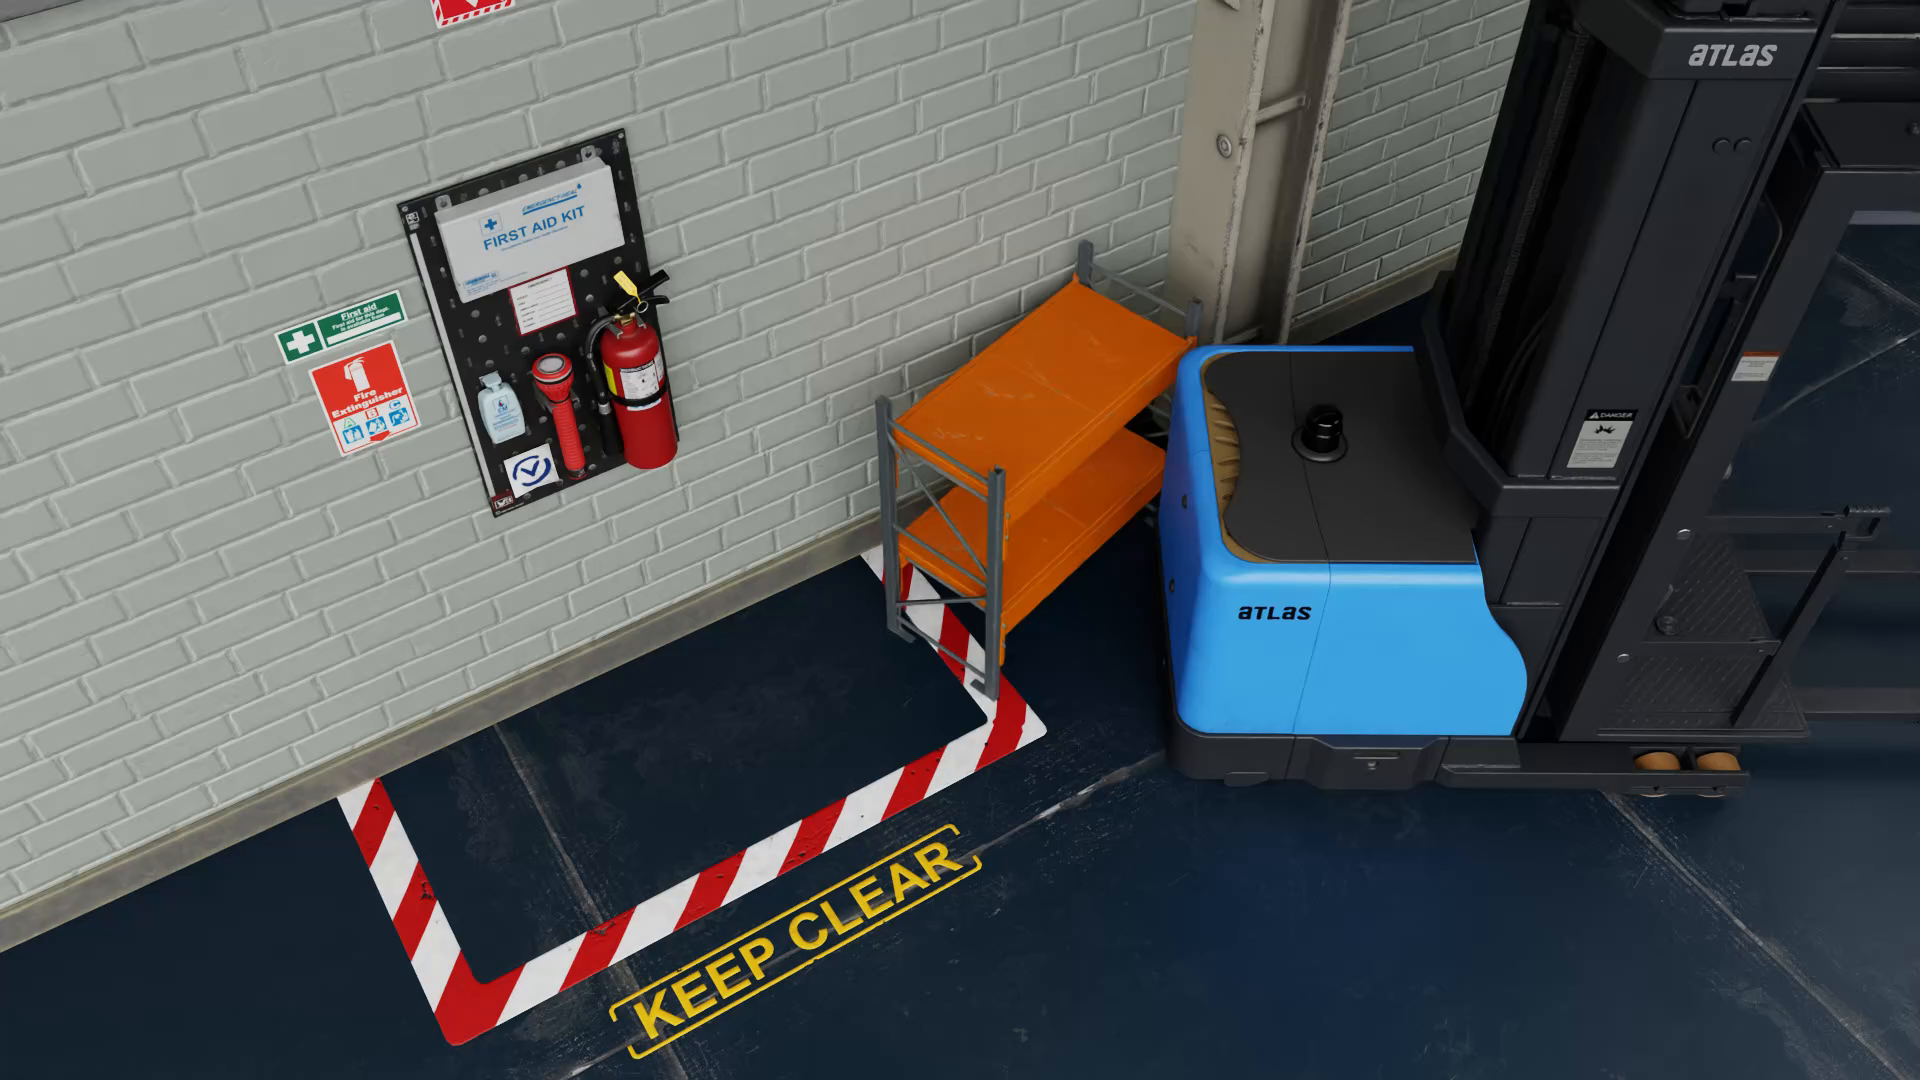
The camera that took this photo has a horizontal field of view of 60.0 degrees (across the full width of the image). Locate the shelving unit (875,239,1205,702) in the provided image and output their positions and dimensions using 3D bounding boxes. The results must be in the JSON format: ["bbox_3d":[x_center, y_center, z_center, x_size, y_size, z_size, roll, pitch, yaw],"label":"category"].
[{"bbox_3d":[0.269,-0.233,5.704,0.538,1.125,1.048,33,56,26],"label":"shelving unit"}]

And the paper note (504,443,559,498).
[{"bbox_3d":[-1.292,-0.209,5.018,0.142,0.148,0.016,-25,53,-21],"label":"paper note"}]

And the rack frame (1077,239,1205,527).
[{"bbox_3d":[0.601,-0.521,5.960,0.500,1.125,0.032,33,56,26],"label":"rack frame"}]

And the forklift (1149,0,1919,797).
[{"bbox_3d":[2.203,-0.527,4.757,3.031,2.935,1.130,0,48,0],"label":"forklift"}]

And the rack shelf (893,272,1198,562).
[{"bbox_3d":[0.269,-0.428,5.486,0.538,0.278,1.000,33,56,26],"label":"rack shelf"}]

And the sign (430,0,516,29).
[{"bbox_3d":[-1.165,-1.360,3.900,0.199,0.298,0.001,-25,53,-21],"label":"sign"}]

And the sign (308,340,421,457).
[{"bbox_3d":[-1.628,-0.386,4.561,0.234,0.329,0.001,-25,53,-21],"label":"sign"}]

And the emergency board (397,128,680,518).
[{"bbox_3d":[-1.105,-0.529,4.713,0.643,1.169,0.194,-25,53,-21],"label":"emergency board"}]

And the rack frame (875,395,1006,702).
[{"bbox_3d":[-0.063,0.054,5.448,0.500,1.125,0.032,33,56,26],"label":"rack frame"}]

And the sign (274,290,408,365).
[{"bbox_3d":[-1.619,-0.558,4.360,0.331,0.109,0.001,-25,53,-21],"label":"sign"}]

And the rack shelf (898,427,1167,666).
[{"bbox_3d":[0.269,-0.070,5.887,0.538,0.278,1.000,33,56,26],"label":"rack shelf"}]

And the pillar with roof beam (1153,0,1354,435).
[{"bbox_3d":[3.302,-0.766,0.906,0.400,9.000,9.100,-25,53,-21],"label":"pillar with roof beam"}]
